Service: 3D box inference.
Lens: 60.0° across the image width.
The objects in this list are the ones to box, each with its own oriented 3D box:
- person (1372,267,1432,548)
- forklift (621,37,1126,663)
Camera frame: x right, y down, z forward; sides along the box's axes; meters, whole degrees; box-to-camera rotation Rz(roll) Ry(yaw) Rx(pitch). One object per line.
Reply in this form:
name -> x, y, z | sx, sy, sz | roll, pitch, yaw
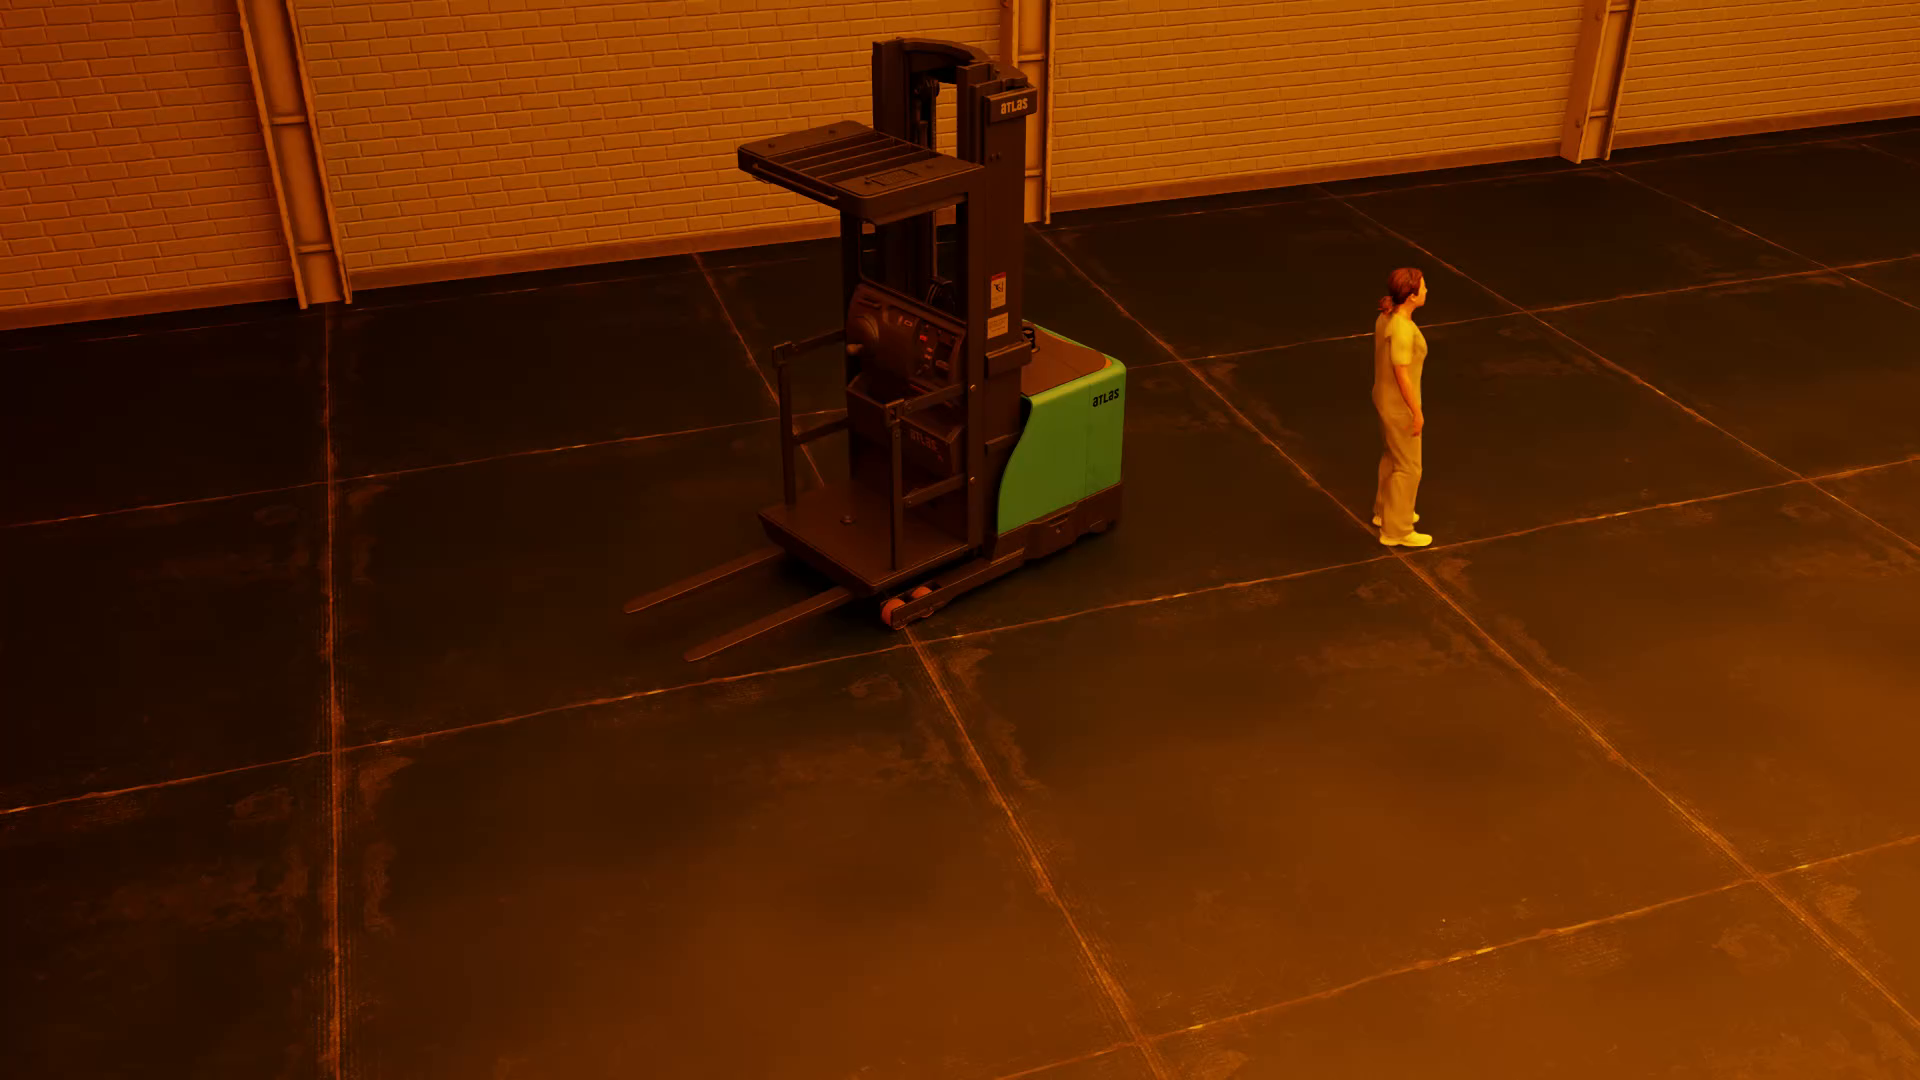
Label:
person -> 2.594, -0.782, 9.721 | 0.474, 1.688, 0.523 | -1, 30, -1
forklift -> -0.461, -1.072, 8.951 | 3.031, 2.935, 1.130 | -23, 37, -34
